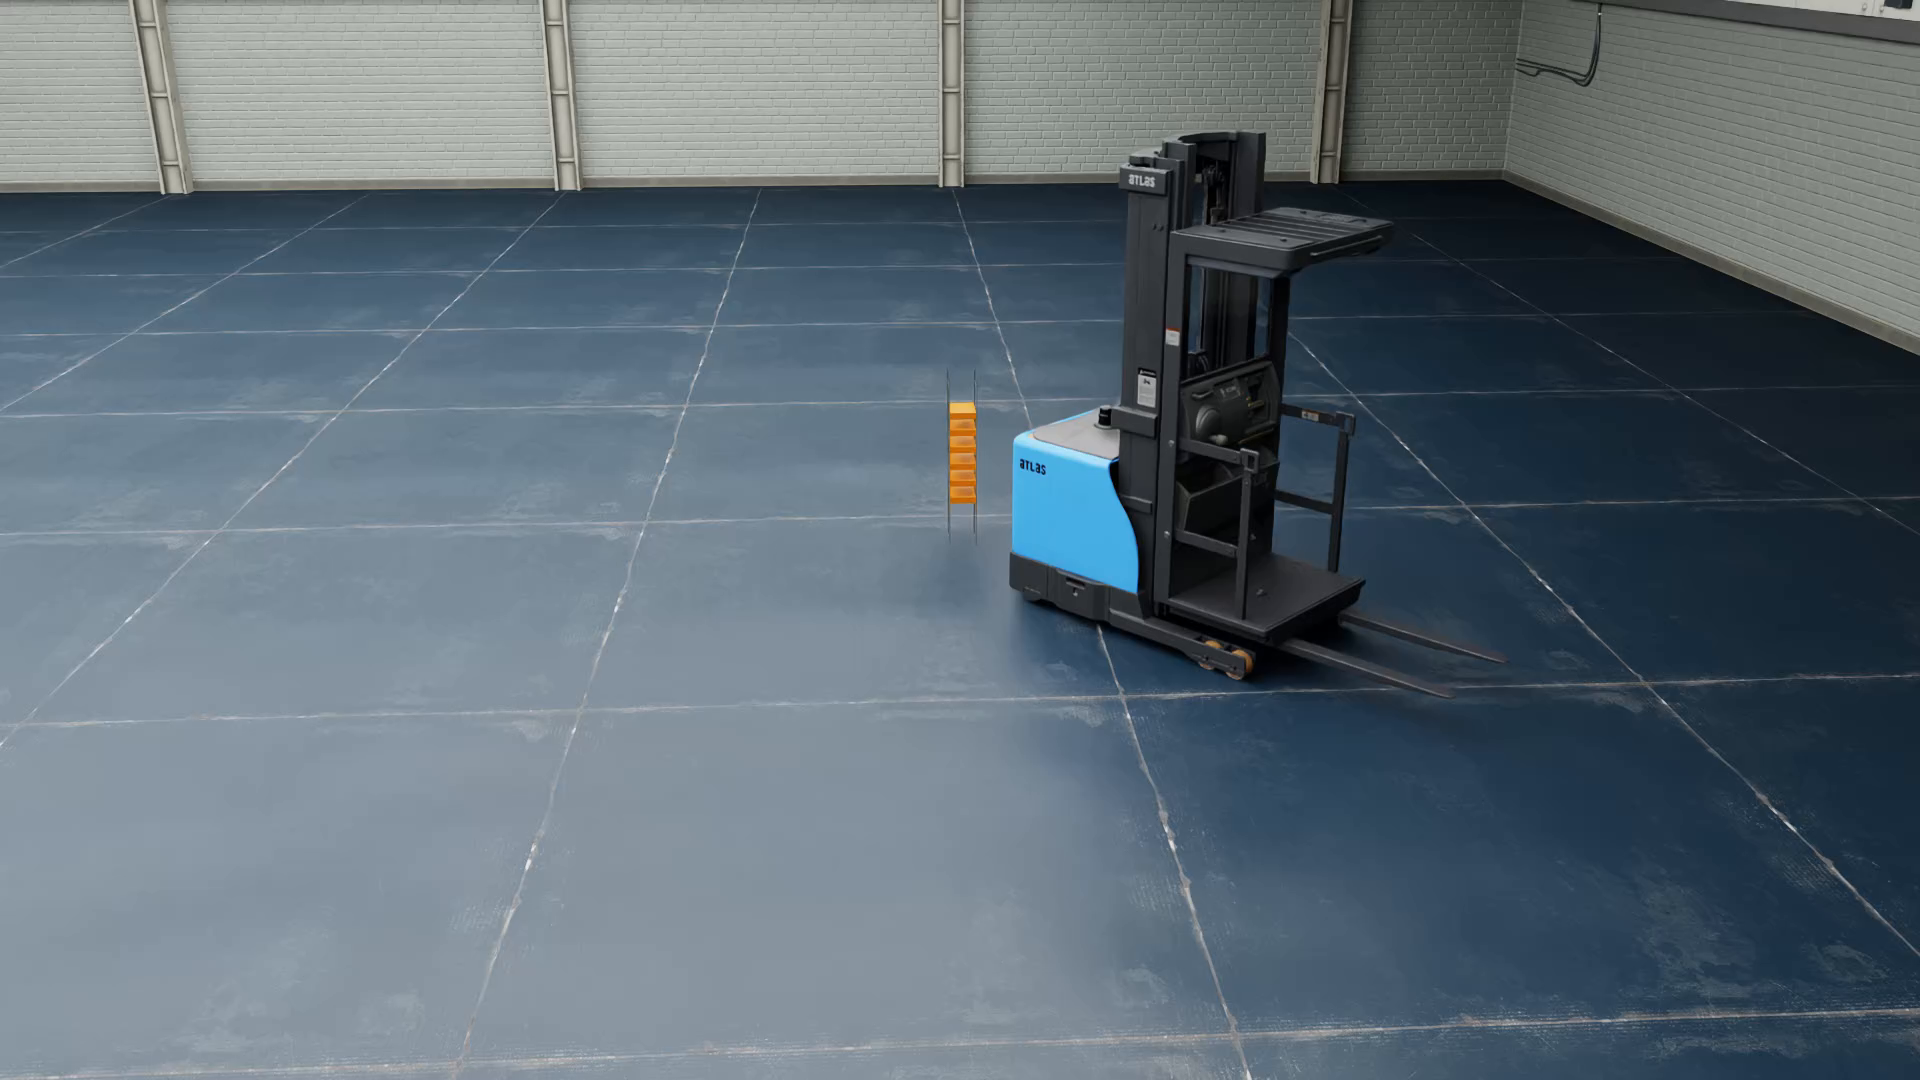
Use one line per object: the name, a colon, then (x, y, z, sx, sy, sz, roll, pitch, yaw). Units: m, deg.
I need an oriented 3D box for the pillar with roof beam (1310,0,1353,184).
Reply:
pillar with roof beam: (6.097, -8.430, 21.116, 0.400, 9.000, 9.100, -1, 21, -3)

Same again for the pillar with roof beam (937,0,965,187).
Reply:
pillar with roof beam: (0.107, -8.308, 20.796, 0.400, 9.000, 9.100, -1, 21, -3)

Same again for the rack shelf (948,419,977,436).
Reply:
rack shelf: (0.014, -0.744, 11.339, 0.180, 0.103, 0.258, -1, 21, -3)

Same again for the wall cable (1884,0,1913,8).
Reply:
wall cable: (9.394, -7.766, 14.592, 0.169, 6.003, 2.305, -1, 21, -3)

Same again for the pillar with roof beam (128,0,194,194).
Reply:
pillar with roof beam: (-11.874, -8.064, 20.155, 0.400, 9.000, 9.100, -1, 21, -3)

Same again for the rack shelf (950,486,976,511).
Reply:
rack shelf: (0.014, -0.295, 11.509, 0.180, 0.103, 0.258, -1, 21, -3)

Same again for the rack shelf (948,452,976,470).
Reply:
rack shelf: (0.014, -0.520, 11.424, 0.180, 0.103, 0.258, -1, 21, -3)

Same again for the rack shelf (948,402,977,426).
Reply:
rack shelf: (0.014, -0.856, 11.296, 0.180, 0.103, 0.258, -1, 21, -3)

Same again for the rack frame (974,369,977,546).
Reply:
rack frame: (0.106, -0.563, 11.413, 0.006, 1.200, 0.240, -1, 21, -3)

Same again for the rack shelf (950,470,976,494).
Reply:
rack shelf: (0.014, -0.407, 11.467, 0.180, 0.103, 0.258, -1, 21, -3)

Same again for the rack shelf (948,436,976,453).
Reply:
rack shelf: (0.014, -0.632, 11.381, 0.180, 0.103, 0.258, -1, 21, -3)

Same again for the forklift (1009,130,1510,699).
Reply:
forklift: (1.732, -0.780, 9.551, 3.031, 2.935, 1.130, 19, 28, 40)

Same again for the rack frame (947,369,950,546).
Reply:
rack frame: (-0.077, -0.559, 11.403, 0.006, 1.200, 0.240, -1, 21, -3)

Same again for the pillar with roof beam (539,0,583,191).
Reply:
pillar with roof beam: (-5.884, -8.186, 20.476, 0.400, 9.000, 9.100, -1, 21, -3)

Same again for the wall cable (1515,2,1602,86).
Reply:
wall cable: (8.868, -8.098, 24.608, 0.112, 2.526, 3.097, -1, 21, -3)

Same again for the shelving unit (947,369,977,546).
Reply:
shelving unit: (0.014, -0.561, 11.408, 0.189, 1.200, 0.258, -1, 21, -3)
